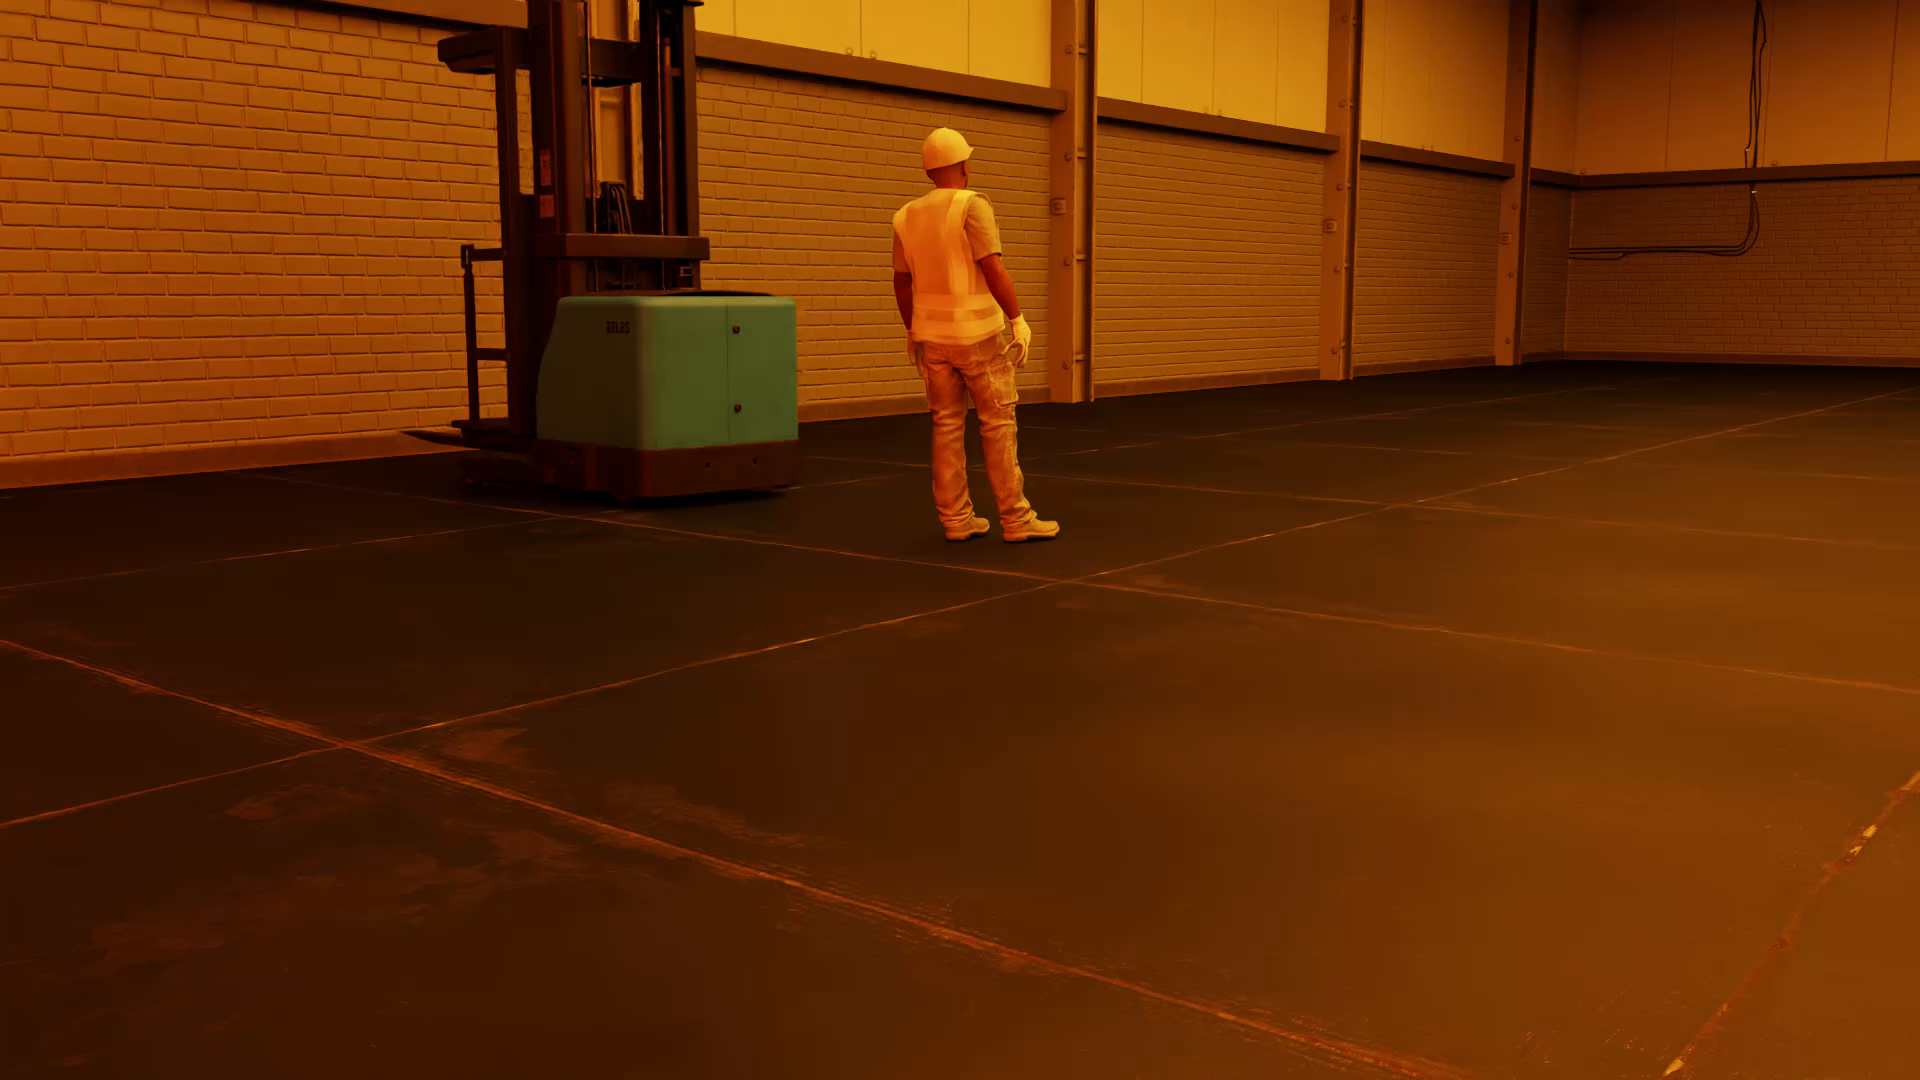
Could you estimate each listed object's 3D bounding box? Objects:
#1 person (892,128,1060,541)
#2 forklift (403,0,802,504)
[{"bbox_3d":[0.052,-0.896,7.325,0.656,1.781,0.577,7,11,38],"label":"person"},{"bbox_3d":[-2.248,-1.795,9.546,1.130,2.935,3.031,-8,12,-44],"label":"forklift"}]
